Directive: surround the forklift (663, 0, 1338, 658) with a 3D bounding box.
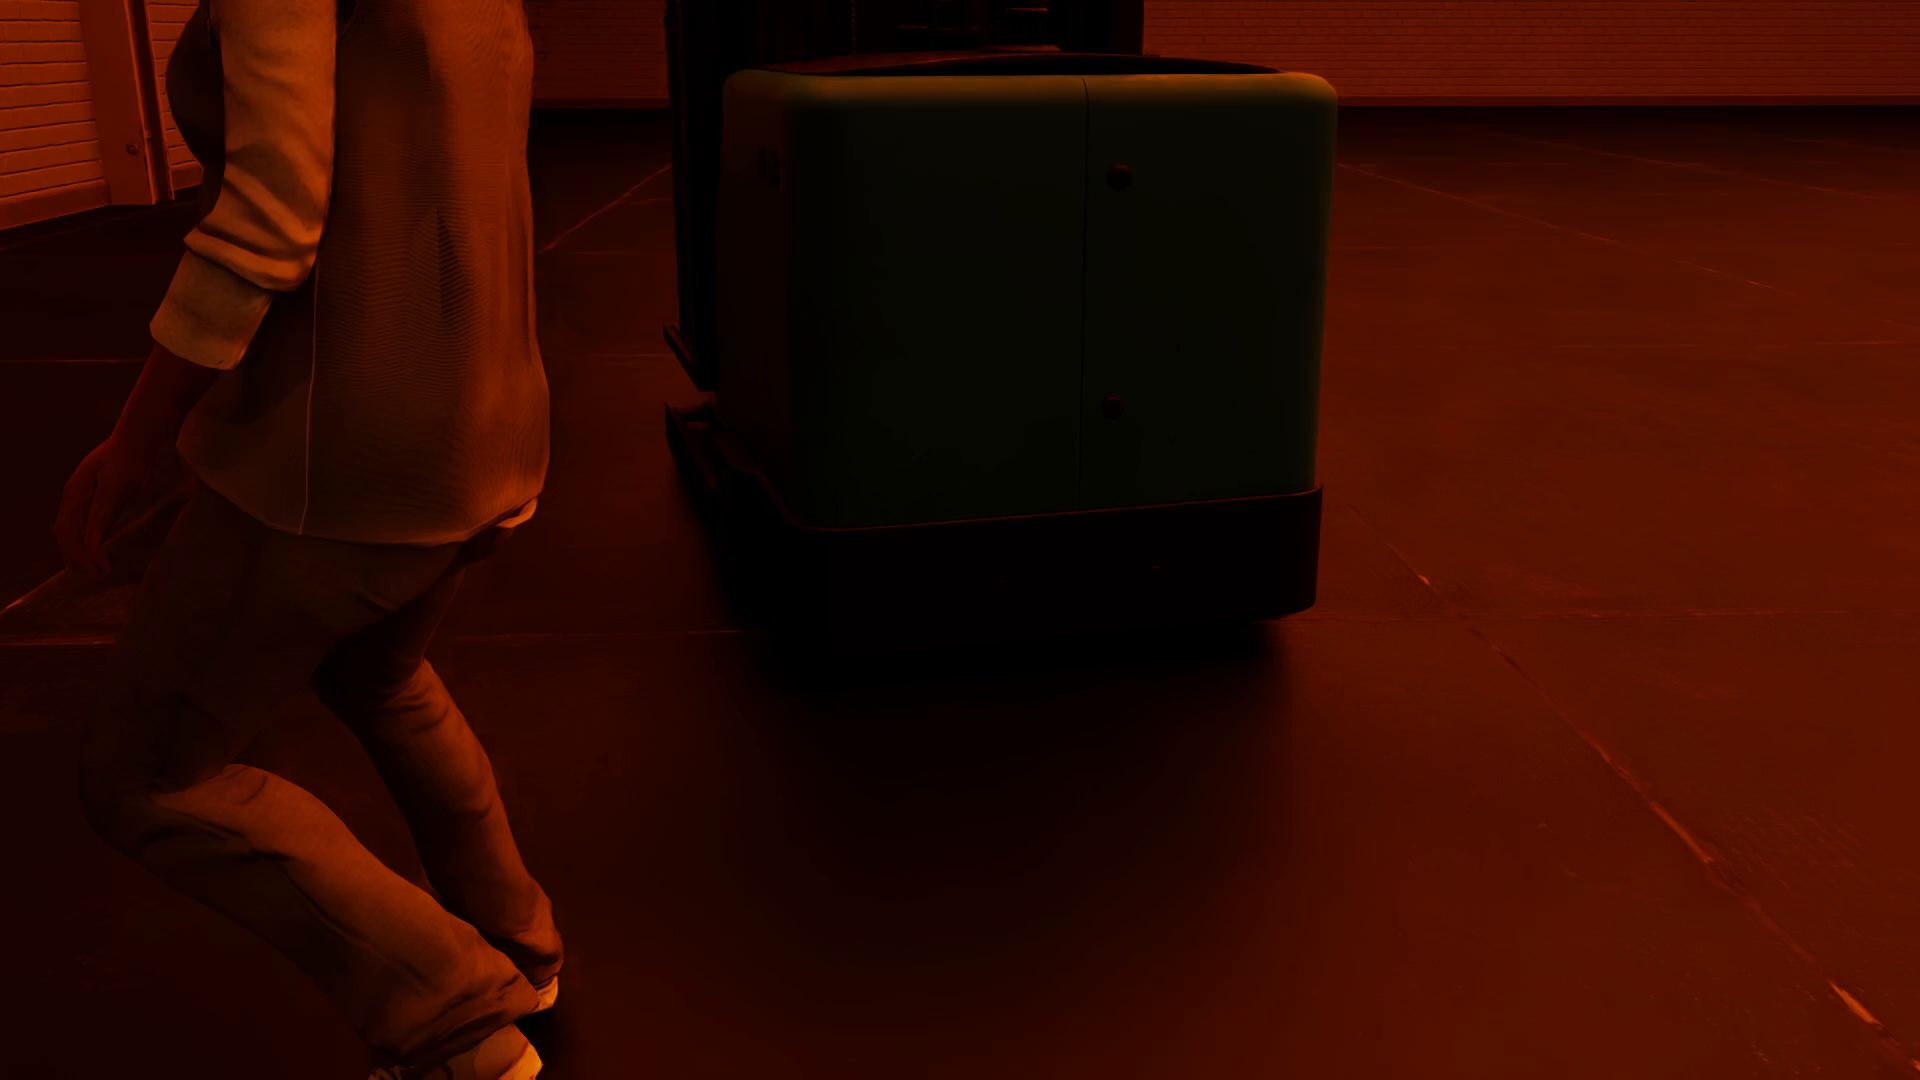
[{"bbox_3d":[-0.190,-1.581,4.076,1.130,2.935,3.031,-5,18,-15],"label":"forklift"}]

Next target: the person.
[{"bbox_3d":[-0.589,-0.103,1.639,0.409,1.519,0.600,3,17,10],"label":"person"}]
